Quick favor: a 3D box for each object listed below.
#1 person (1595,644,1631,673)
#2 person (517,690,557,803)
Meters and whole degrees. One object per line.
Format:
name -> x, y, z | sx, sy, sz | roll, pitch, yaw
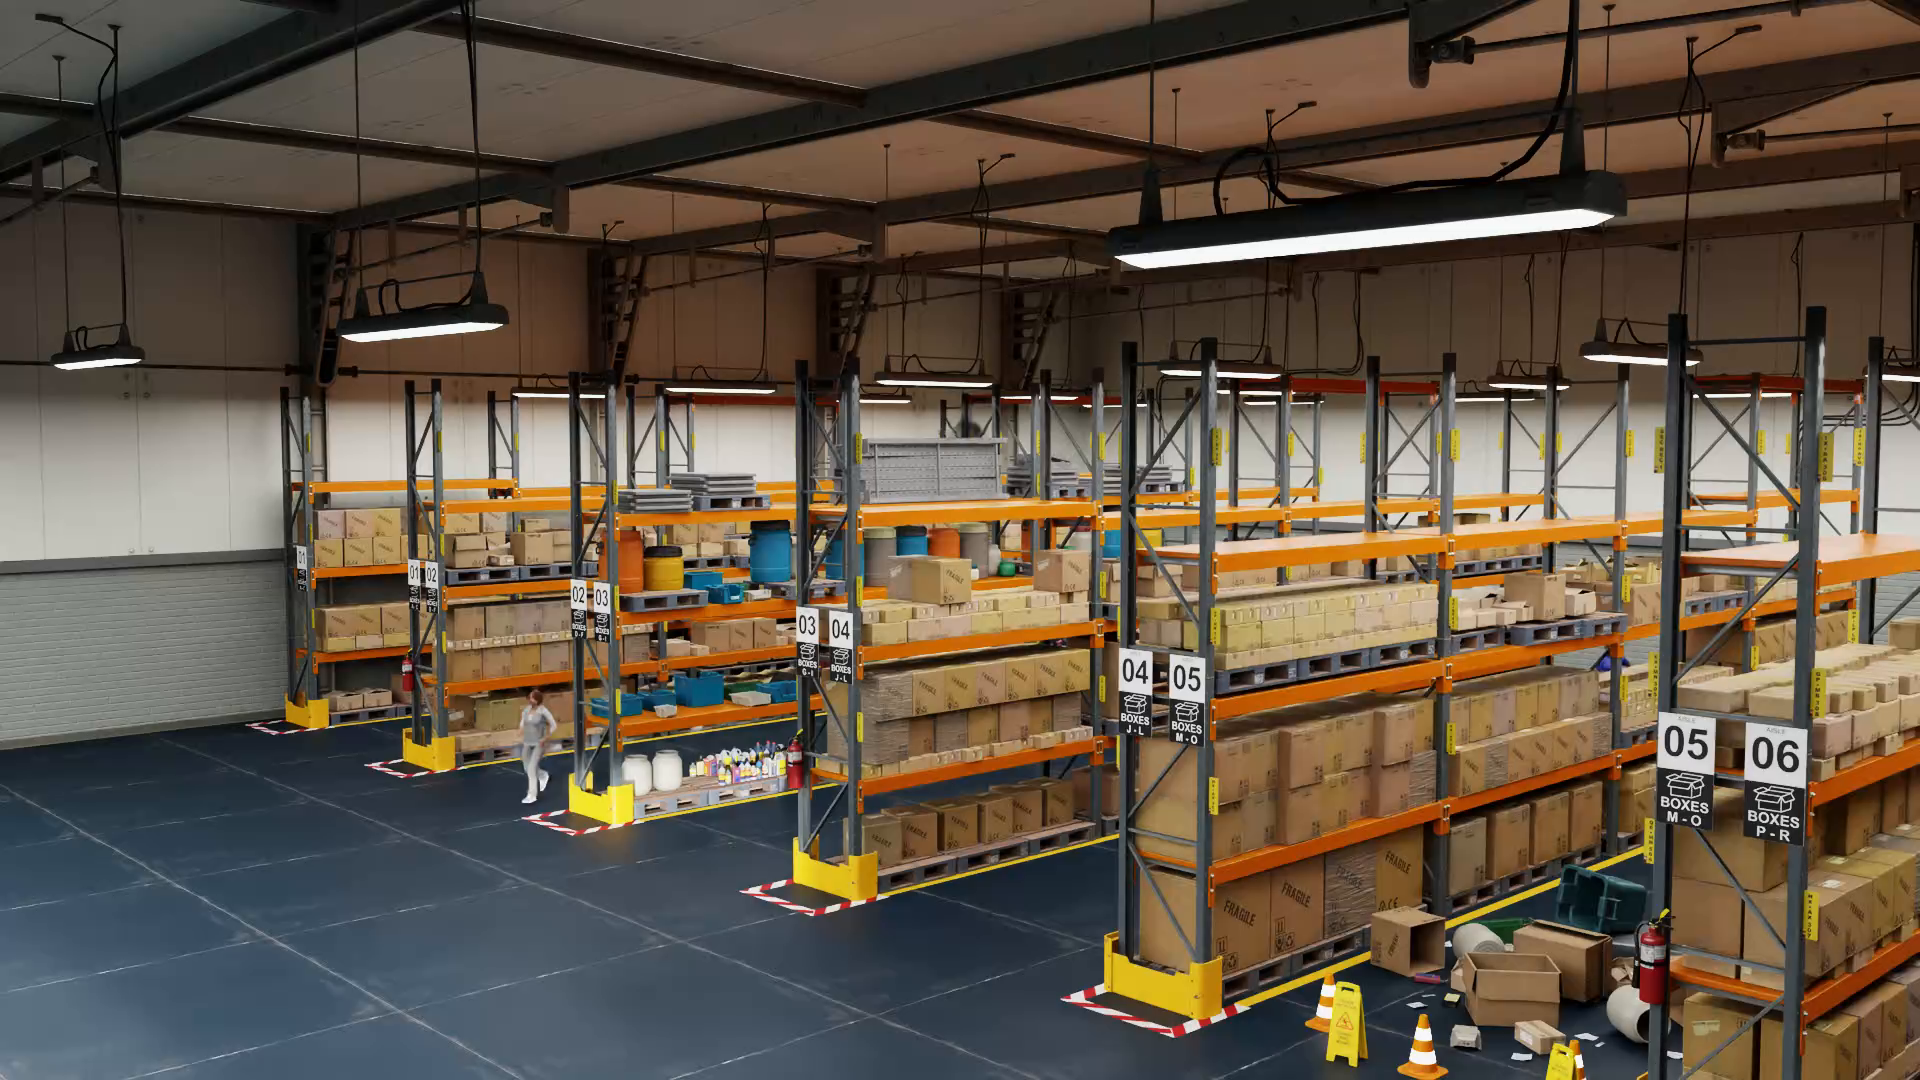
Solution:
person -> 11.253, 2.516, 28.602 | 0.615, 1.592, 0.652 | 2, 4, 23
person -> -5.955, 2.885, 23.458 | 0.570, 1.575, 0.668 | 1, 4, 21
